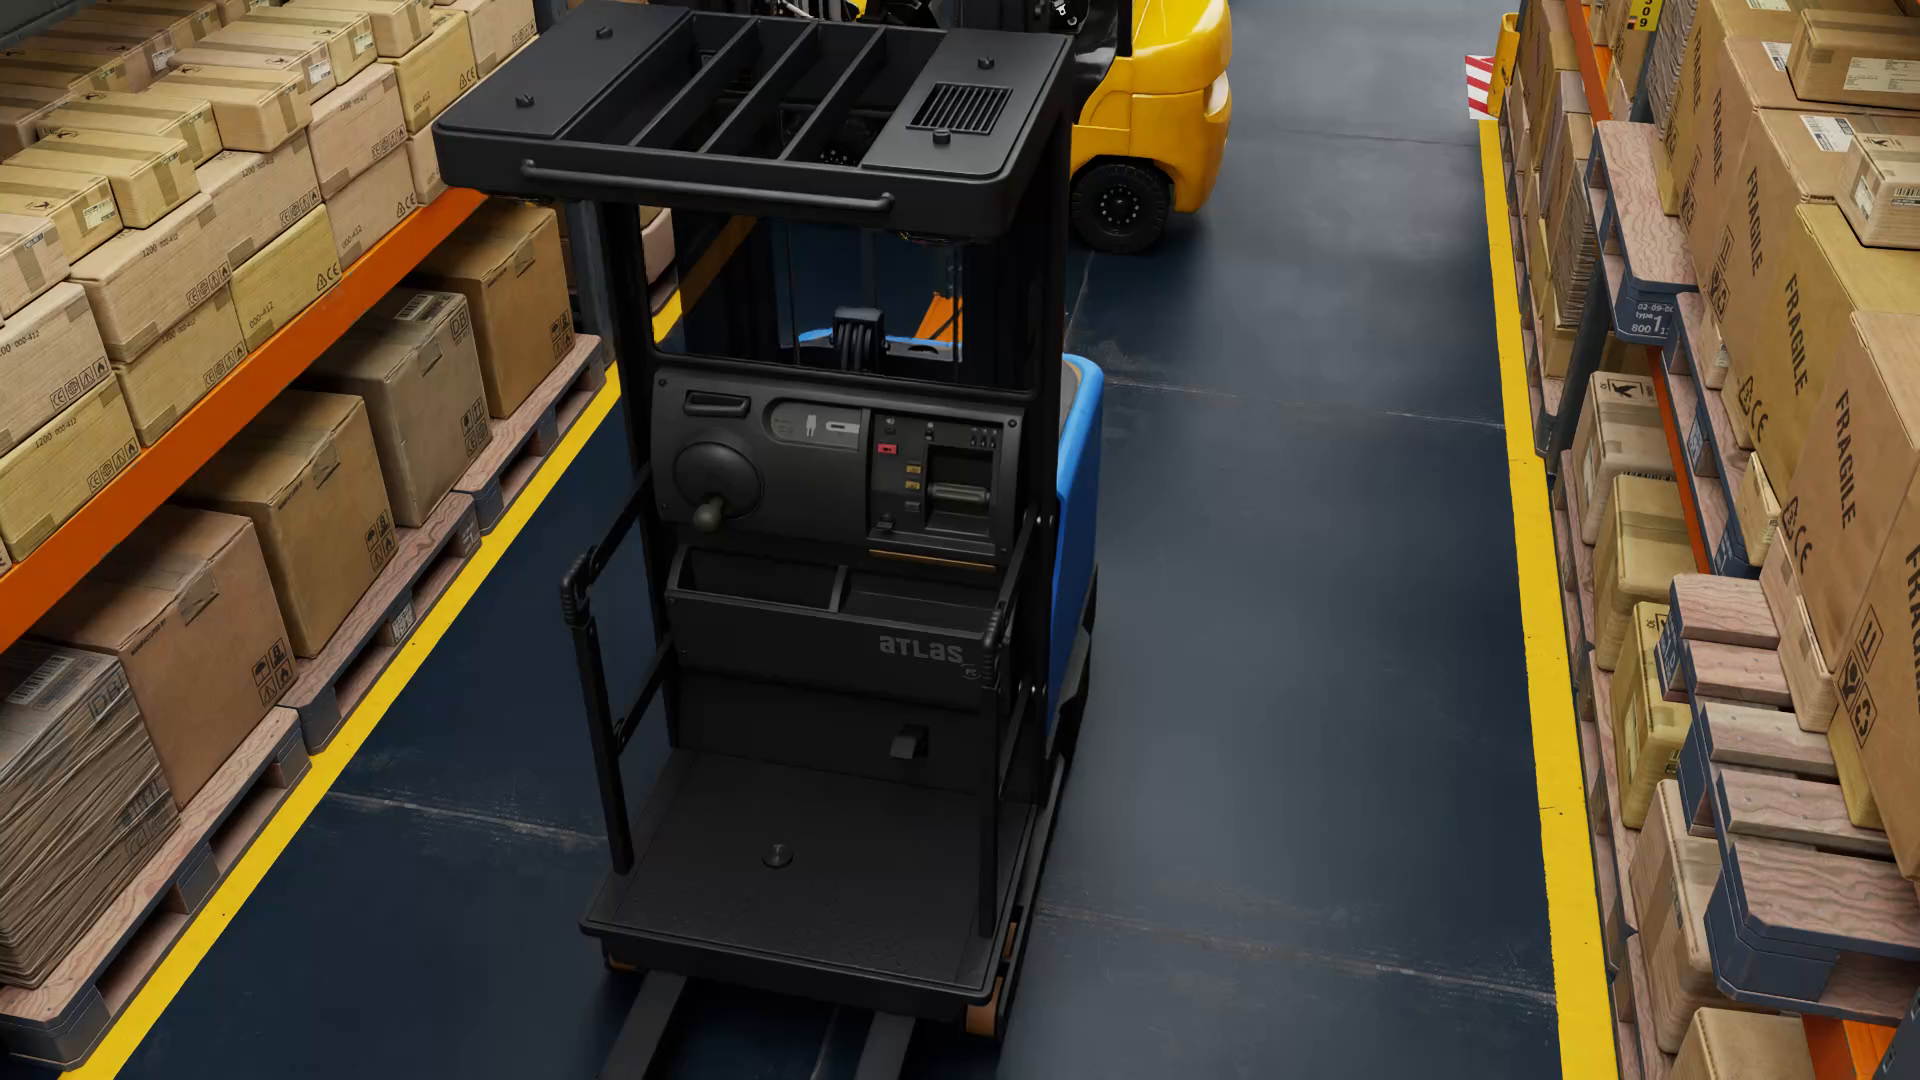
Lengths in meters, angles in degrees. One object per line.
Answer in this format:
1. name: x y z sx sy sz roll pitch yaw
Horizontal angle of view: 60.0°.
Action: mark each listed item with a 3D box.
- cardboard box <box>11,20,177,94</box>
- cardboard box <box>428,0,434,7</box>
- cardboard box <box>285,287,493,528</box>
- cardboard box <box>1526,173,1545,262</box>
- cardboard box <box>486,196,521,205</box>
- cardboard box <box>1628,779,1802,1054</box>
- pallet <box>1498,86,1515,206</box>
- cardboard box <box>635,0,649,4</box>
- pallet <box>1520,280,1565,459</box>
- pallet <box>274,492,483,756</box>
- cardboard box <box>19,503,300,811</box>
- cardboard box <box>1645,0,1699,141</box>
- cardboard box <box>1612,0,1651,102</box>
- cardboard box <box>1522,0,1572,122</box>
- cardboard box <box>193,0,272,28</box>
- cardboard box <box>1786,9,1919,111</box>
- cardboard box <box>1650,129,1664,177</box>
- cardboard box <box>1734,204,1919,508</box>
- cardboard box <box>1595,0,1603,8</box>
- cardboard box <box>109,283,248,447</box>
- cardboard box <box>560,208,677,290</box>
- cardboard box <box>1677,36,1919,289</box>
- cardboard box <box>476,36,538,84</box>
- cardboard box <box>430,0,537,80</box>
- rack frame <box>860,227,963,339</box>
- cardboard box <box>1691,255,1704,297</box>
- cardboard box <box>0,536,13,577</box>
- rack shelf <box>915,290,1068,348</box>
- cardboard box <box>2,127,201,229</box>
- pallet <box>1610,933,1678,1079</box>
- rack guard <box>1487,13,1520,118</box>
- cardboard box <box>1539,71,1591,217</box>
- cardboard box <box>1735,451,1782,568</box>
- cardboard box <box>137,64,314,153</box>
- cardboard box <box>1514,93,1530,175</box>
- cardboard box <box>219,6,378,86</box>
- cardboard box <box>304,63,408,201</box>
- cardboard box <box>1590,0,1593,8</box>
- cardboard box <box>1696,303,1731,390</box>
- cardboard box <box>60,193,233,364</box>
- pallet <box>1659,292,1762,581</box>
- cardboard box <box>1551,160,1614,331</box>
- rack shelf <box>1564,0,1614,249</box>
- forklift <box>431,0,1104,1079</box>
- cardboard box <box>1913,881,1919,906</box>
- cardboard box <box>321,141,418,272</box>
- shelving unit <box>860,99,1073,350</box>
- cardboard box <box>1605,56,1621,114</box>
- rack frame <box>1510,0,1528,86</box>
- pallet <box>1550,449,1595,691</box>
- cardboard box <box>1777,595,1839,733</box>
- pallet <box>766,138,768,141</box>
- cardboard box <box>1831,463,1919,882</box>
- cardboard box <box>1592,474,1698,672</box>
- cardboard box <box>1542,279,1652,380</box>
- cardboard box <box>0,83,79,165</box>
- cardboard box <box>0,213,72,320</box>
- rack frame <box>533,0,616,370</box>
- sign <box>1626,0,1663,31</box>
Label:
1. cardboard box: -2.628 -1.461 5.072 0.380 0.149 0.250 7 37 10
2. cardboard box: -2.017 -1.853 5.612 0.380 0.149 0.250 7 37 10
3. cardboard box: -2.294 -0.521 6.079 0.875 0.625 0.625 7 37 9
4. cardboard box: 2.911 -1.464 7.699 0.500 0.250 0.500 8 37 11
5. cardboard box: -2.116 -1.621 7.490 0.500 0.250 0.500 7 36 9
6. cardboard box: 2.256 1.003 4.191 0.950 0.372 0.625 7 36 9
7. pallet: 3.460 -2.096 8.963 1.003 0.211 1.213 7 37 10
8. cardboard box: -1.575 -2.620 7.224 0.500 0.500 0.500 8 37 11
9. pallet: 2.939 -0.698 7.033 1.003 0.211 1.213 7 37 10
10. pallet: -2.398 0.201 5.793 1.003 0.211 1.213 7 37 10
11. cardboard box: -2.596 0.296 4.951 0.875 0.625 0.625 8 37 11
12. cardboard box: 2.450 -1.535 5.116 0.500 0.500 0.500 8 37 11
13. cardboard box: 2.682 -1.884 5.955 0.500 0.500 0.500 6 36 9
14. cardboard box: 3.130 -2.349 8.281 0.500 0.500 0.500 6 36 8
15. cardboard box: -2.502 -1.746 5.466 0.380 0.149 0.250 7 37 10
16. cardboard box: 2.253 -1.170 4.059 0.380 0.149 0.250 9 37 13
17. cardboard box: 2.403 -1.228 5.245 0.380 0.149 0.250 8 37 11
18. cardboard box: 2.008 -0.358 3.491 0.500 0.500 0.500 5 36 7
19. cardboard box: 2.892 -2.478 6.774 0.500 0.500 0.500 8 37 11
20. cardboard box: -2.325 -0.511 4.527 0.500 0.250 0.500 6 36 8
21. cardboard box: -1.593 -1.350 7.541 0.500 0.250 0.500 8 37 10
22. cardboard box: 2.224 -0.966 4.331 0.500 0.500 0.500 7 37 10
23. cardboard box: -1.872 -1.675 6.133 0.500 0.250 0.500 8 37 11
24. cardboard box: -1.875 -1.885 5.997 0.500 0.250 0.500 7 36 9
25. rack frame: -0.067 -0.432 5.568 0.500 1.500 0.032 7 37 10
26. cardboard box: 2.260 -0.772 4.615 0.380 0.149 0.250 8 37 11
27. cardboard box: -2.541 0.073 3.721 0.500 0.250 0.500 7 37 10
28. rack shelf: 0.044 -0.577 6.075 0.538 0.185 1.000 7 37 10
29. cardboard box: -2.253 -0.954 4.373 0.380 0.149 0.250 8 37 11
30. pallet: 2.144 1.537 3.949 1.003 0.211 1.213 7 37 10
31. rack guard: 3.668 -2.675 9.514 1.175 0.500 0.348 7 37 10
32. cardboard box: 2.909 -1.755 7.461 0.500 0.500 0.500 9 37 12
33. cardboard box: 1.919 -0.045 3.613 0.380 0.149 0.250 8 37 11
34. cardboard box: -2.101 -1.239 4.765 0.380 0.149 0.250 6 36 9
35. cardboard box: 3.126 -2.068 8.532 0.500 0.250 0.500 9 37 12
36. cardboard box: -2.061 -1.543 5.185 0.380 0.149 0.250 6 36 9
37. cardboard box: -2.093 -1.297 5.186 0.500 0.250 0.500 8 37 11
38. cardboard box: 2.899 -2.284 7.059 0.380 0.149 0.250 7 36 9
39. cardboard box: 2.098 -0.484 4.219 0.380 0.149 0.250 9 37 12
40. cardboard box: -2.303 -0.714 4.381 0.500 0.250 0.500 6 36 9
41. pallet: 2.358 -0.206 4.142 1.003 0.211 1.213 7 37 10
42. cardboard box: 2.694 -1.170 6.655 0.500 0.500 0.500 7 36 9
43. rack shelf: 3.257 -2.292 7.470 1.077 0.370 4.000 7 37 10
44. forklift: -0.355 -0.112 3.907 1.130 2.935 3.031 7 37 10
45. cardboard box: 1.816 0.570 2.763 0.380 0.149 0.250 9 37 12
46. cardboard box: -2.110 -1.105 5.346 0.500 0.250 0.500 8 37 10
47. shelving unit: 0.042 -0.718 5.962 0.587 1.500 1.083 7 37 10
48. cardboard box: 2.647 -1.702 6.256 0.380 0.149 0.250 8 37 11
49. rack frame: 3.684 -3.730 8.841 1.000 3.000 0.127 7 37 10
50. pallet: 2.665 0.138 5.879 1.003 0.211 1.213 7 37 10
51. cardboard box: 1.812 0.257 3.195 0.380 0.149 0.250 7 37 10
52. pallet: -1.551 -2.080 8.940 1.003 0.211 1.213 7 37 10
53. cardboard box: 1.801 0.230 2.681 0.500 0.500 0.500 6 36 9
54. cardboard box: 2.570 0.170 5.340 0.950 0.372 0.625 10 37 13
55. cardboard box: 2.694 -0.866 6.875 0.500 0.250 0.500 9 37 12
56. cardboard box: -2.693 -1.162 4.659 0.380 0.149 0.250 8 37 11
57. cardboard box: -2.389 -0.668 3.978 0.380 0.149 0.250 8 37 10
58. rack frame: -2.020 -2.057 6.532 1.000 3.000 0.127 7 37 10
59. sign: 2.298 -1.851 5.511 0.100 0.325 0.005 7 37 10
